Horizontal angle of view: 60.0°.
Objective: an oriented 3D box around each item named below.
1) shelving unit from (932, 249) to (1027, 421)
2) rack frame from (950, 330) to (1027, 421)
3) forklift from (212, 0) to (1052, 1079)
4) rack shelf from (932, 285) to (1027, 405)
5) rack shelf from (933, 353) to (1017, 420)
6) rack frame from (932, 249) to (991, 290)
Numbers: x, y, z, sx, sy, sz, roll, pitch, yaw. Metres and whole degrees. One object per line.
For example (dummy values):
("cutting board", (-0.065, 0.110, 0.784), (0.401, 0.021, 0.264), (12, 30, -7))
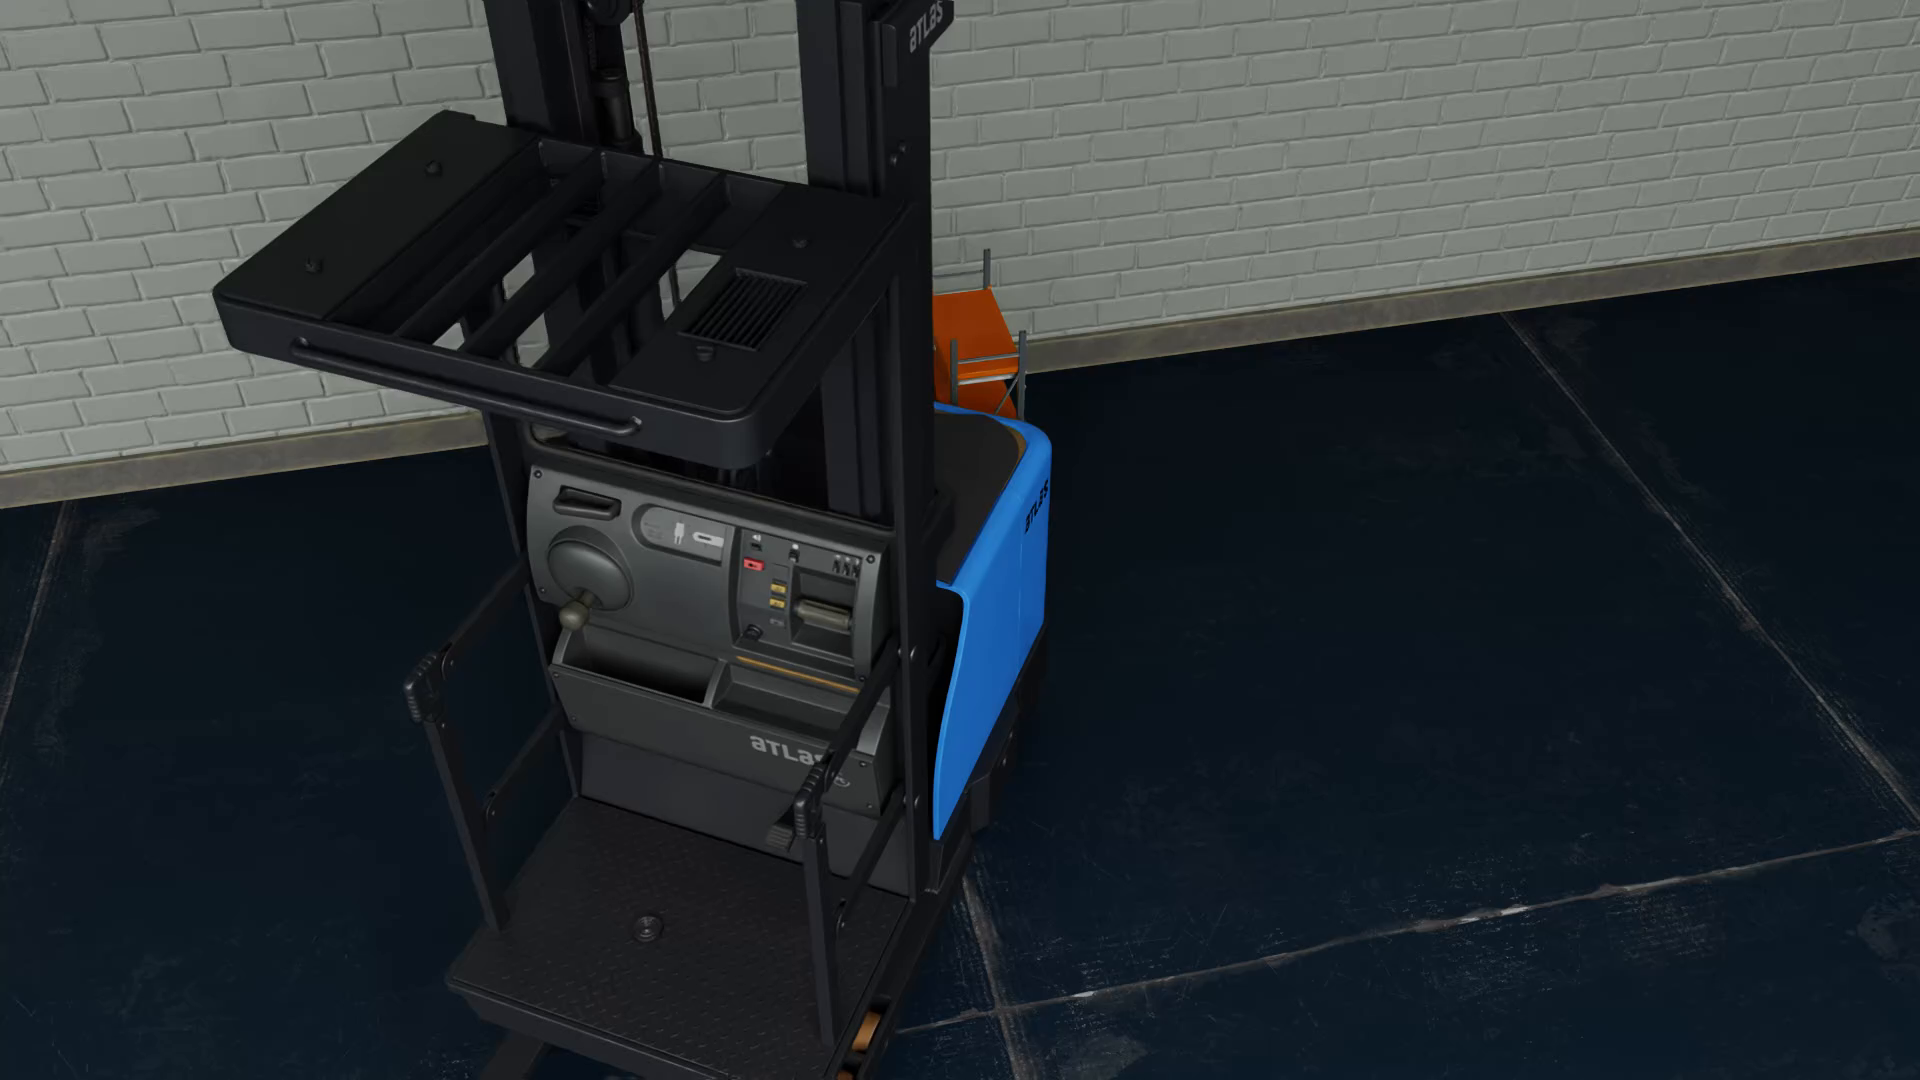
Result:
("shelving unit", (0.036, -0.341, 5.731), (0.258, 1.200, 0.503), (-8, 42, -9))
("rack frame", (0.088, -0.183, 5.553), (0.240, 1.200, 0.015), (-8, 42, -9))
("forklift", (-0.699, 0.168, 3.853), (1.130, 2.935, 3.031), (14, 43, 15))
("rack shelf", (0.036, -0.635, 5.470), (0.258, 0.148, 0.480), (-8, 42, -9))
("rack shelf", (0.036, -0.458, 5.627), (0.258, 0.148, 0.480), (-8, 42, -9))
("rack frame", (-0.017, -0.500, 5.909), (0.240, 1.200, 0.015), (-8, 42, -9))
